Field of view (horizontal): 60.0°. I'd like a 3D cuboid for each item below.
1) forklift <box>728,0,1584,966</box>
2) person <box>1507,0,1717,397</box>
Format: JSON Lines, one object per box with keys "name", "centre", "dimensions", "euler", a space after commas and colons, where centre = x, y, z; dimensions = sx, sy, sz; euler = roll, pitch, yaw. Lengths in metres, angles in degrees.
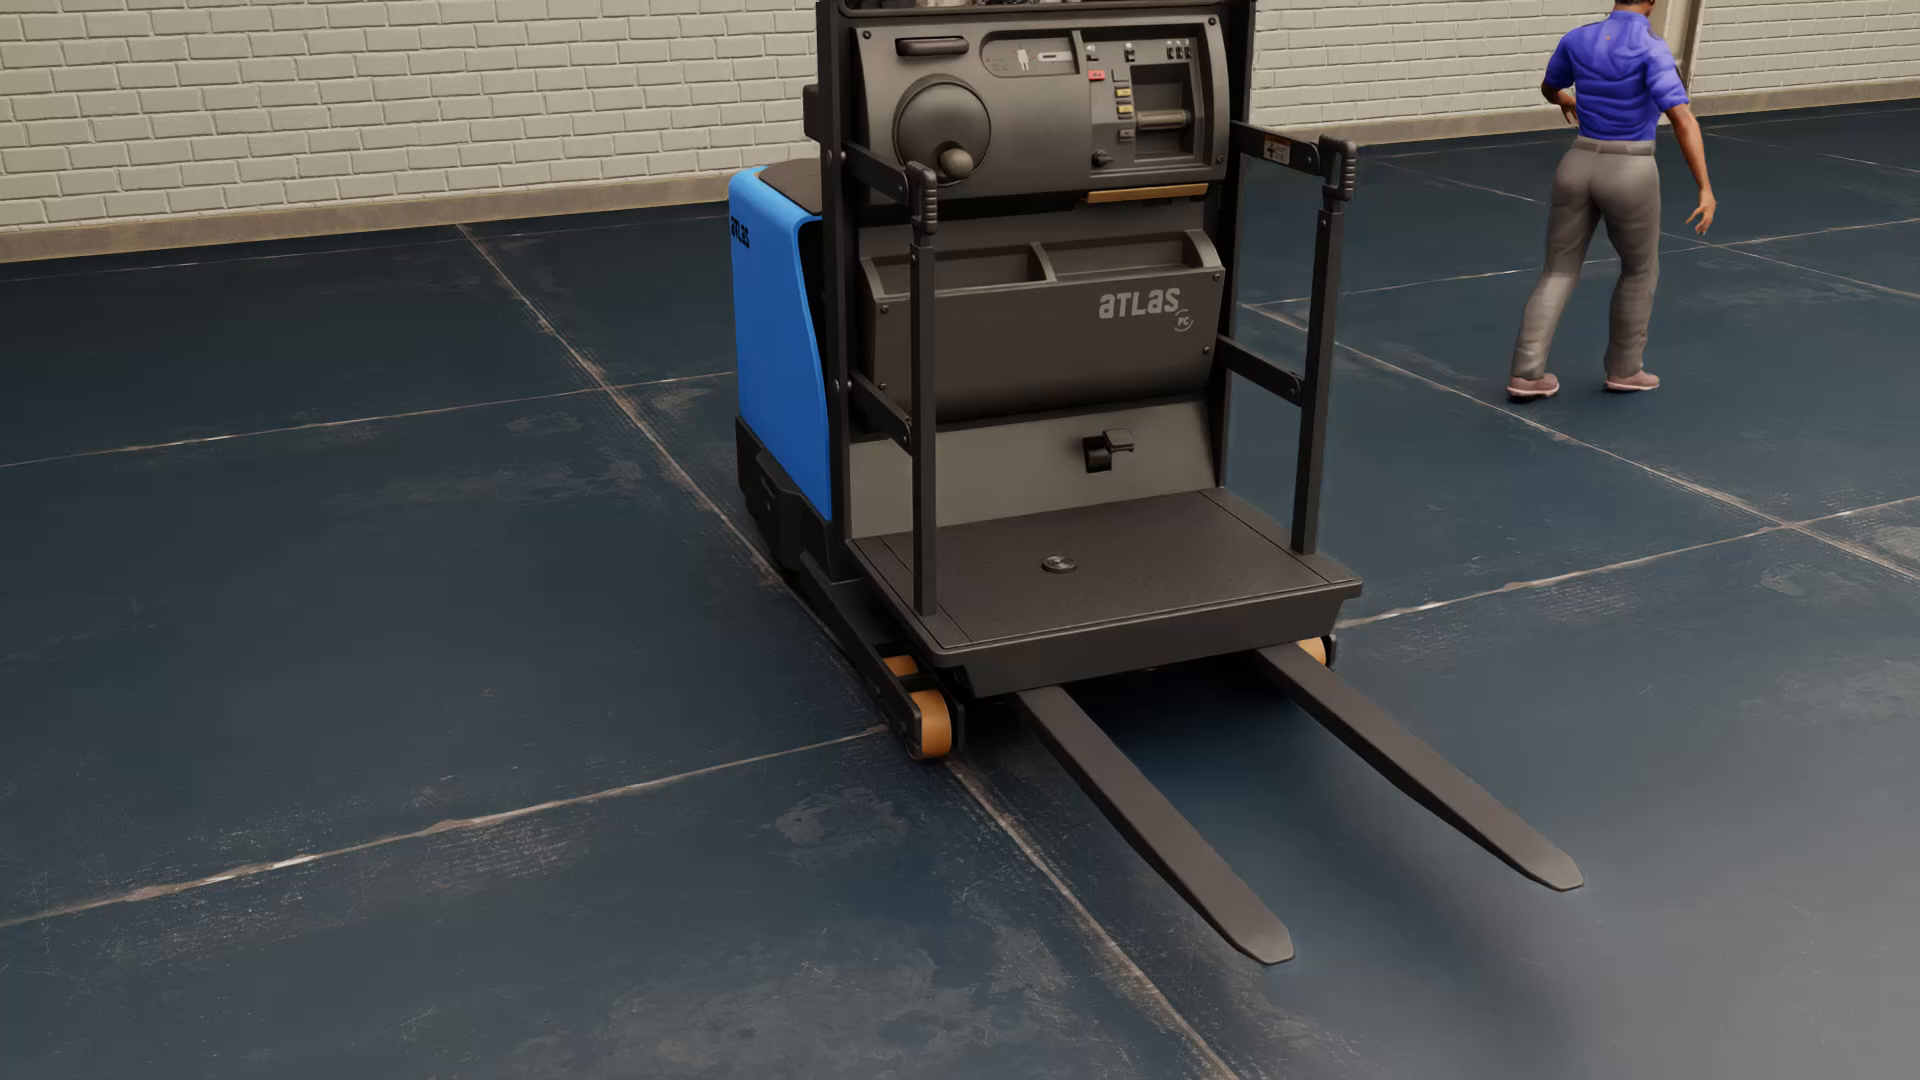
{"name": "forklift", "centre": [0.288, -1.021, 3.743], "dimensions": [1.130, 2.935, 3.031], "euler": [-8, 24, -19]}
{"name": "person", "centre": [2.466, -1.319, 6.188], "dimensions": [0.732, 1.639, 0.891], "euler": [-18, 29, -37]}
